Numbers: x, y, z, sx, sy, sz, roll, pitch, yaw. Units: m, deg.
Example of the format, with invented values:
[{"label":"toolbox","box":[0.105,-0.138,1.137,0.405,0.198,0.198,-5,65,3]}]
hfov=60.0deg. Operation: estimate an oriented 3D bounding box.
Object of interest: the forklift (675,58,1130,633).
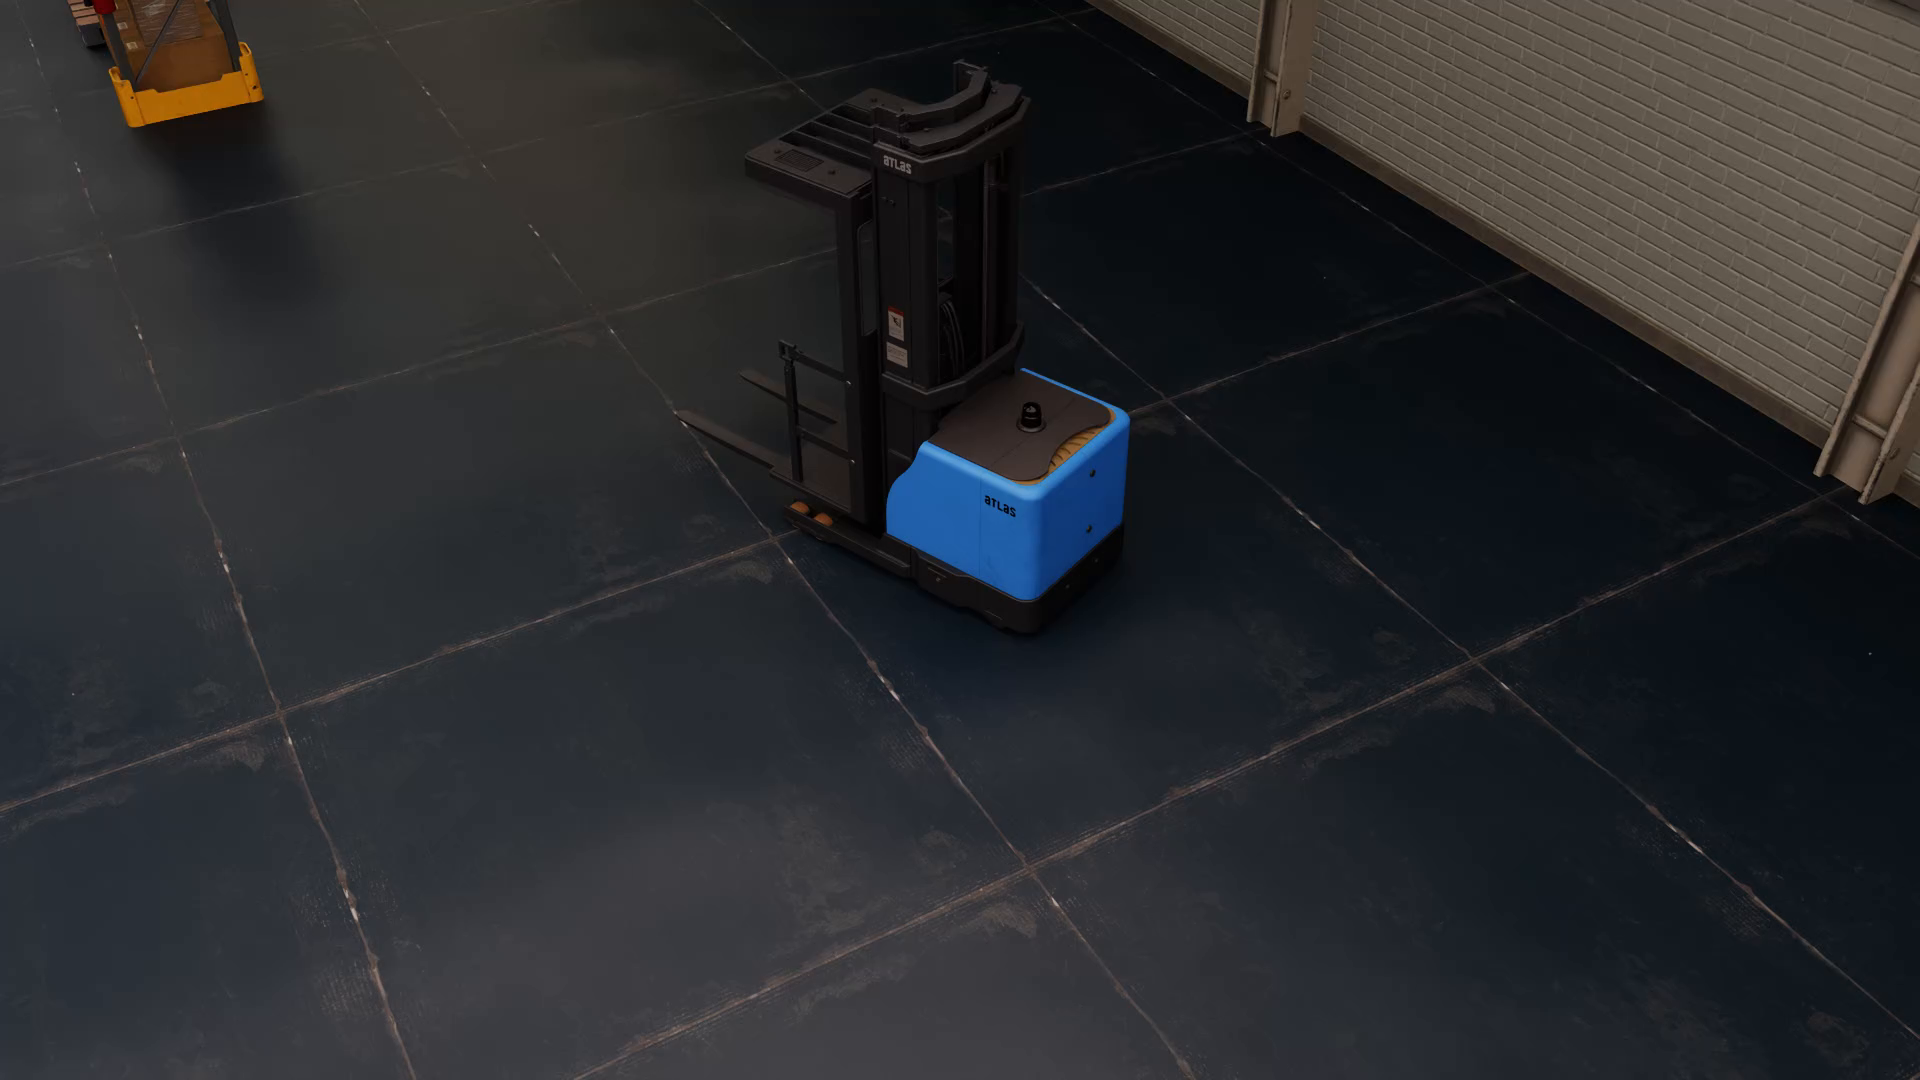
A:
[{"label":"forklift","box":[-0.481,-1.366,9.683,3.031,2.935,1.130,26,46,28]}]
